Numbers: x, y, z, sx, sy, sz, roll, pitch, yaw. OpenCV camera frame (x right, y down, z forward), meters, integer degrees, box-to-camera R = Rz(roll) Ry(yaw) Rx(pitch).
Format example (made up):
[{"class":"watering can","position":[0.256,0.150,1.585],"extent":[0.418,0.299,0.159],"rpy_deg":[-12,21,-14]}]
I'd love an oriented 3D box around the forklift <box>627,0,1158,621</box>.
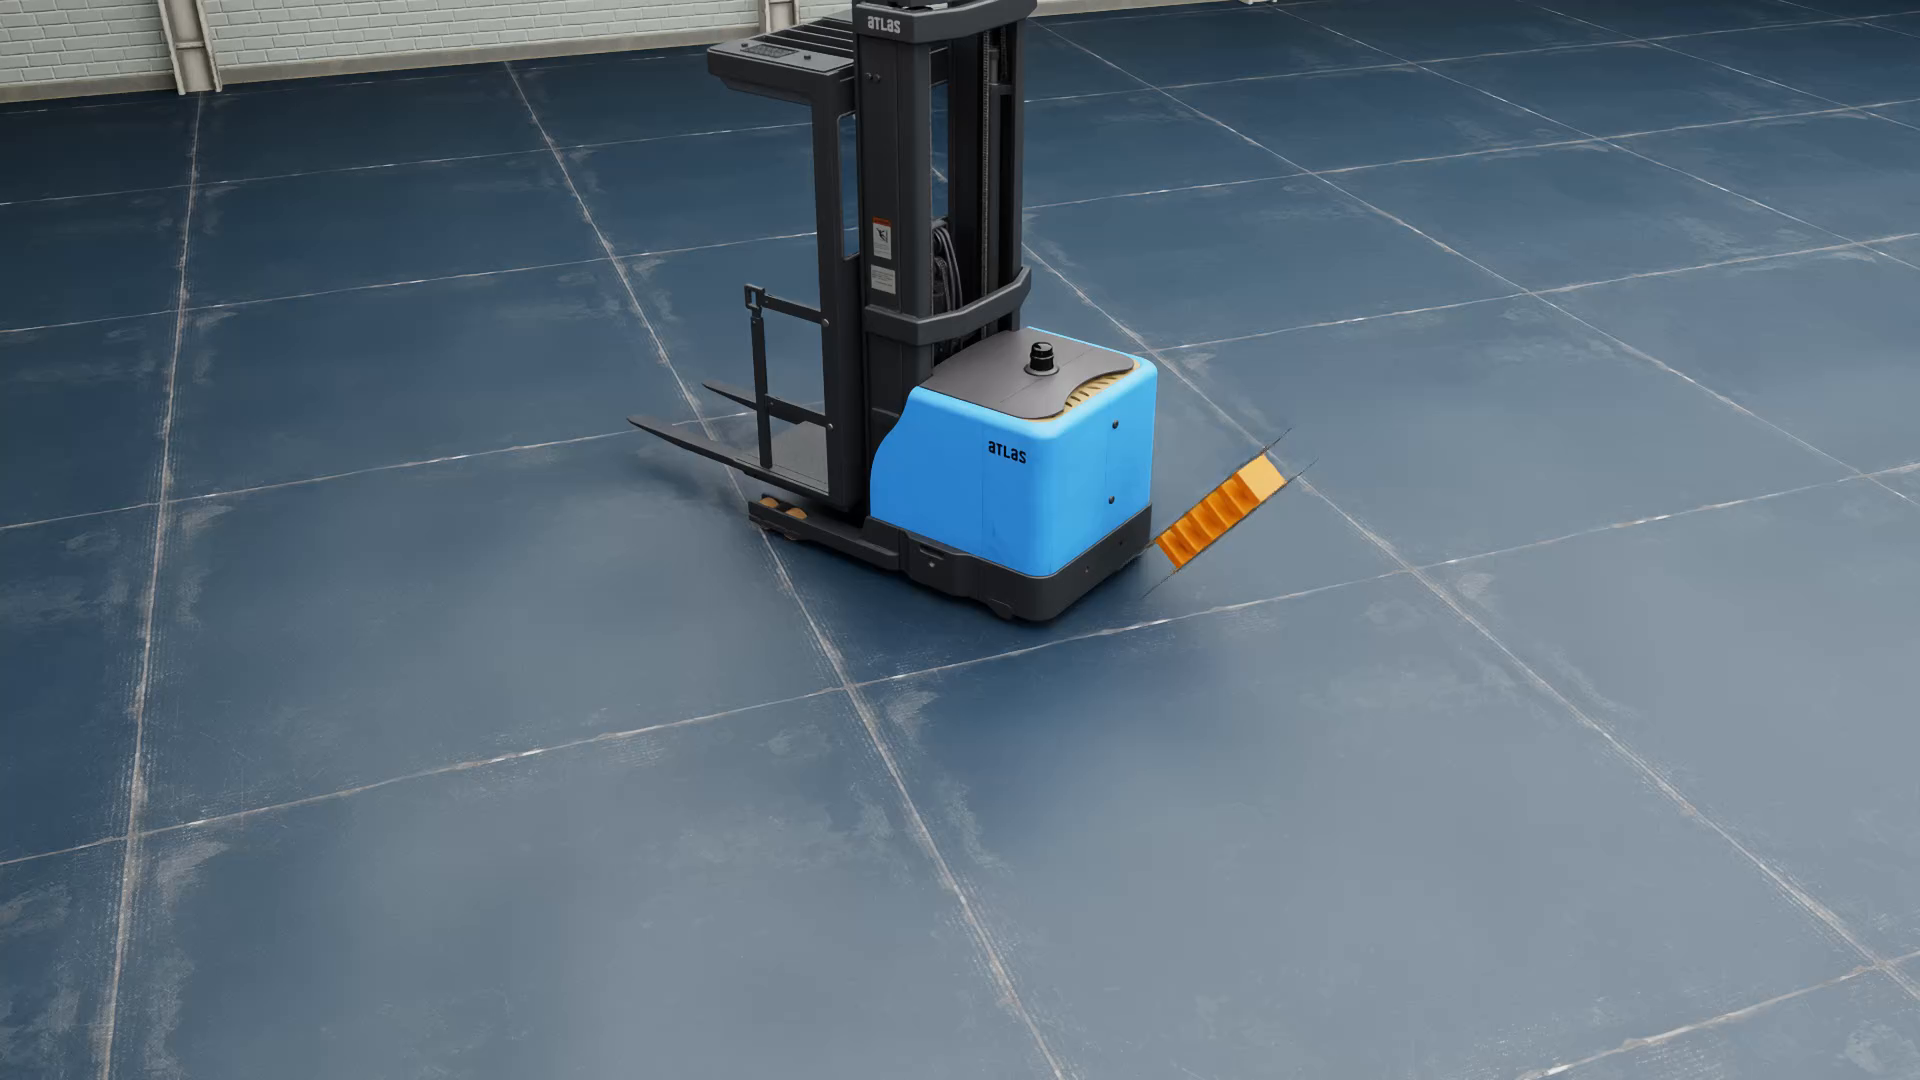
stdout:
[{"class":"forklift","position":[-0.503,-1.461,8.353],"extent":[3.031,2.935,1.130],"rpy_deg":[20,35,31]}]

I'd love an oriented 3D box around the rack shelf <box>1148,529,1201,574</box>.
[{"class":"rack shelf","position":[1.067,0.023,8.090],"extent":[0.258,0.103,0.180],"rpy_deg":[-32,82,-43]}]

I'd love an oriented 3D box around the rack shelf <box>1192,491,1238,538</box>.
[{"class":"rack shelf","position":[1.245,-0.150,7.830],"extent":[0.258,0.103,0.180],"rpy_deg":[-32,82,-43]}]

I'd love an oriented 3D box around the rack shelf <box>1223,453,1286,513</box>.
[{"class":"rack shelf","position":[1.363,-0.266,7.656],"extent":[0.258,0.103,0.180],"rpy_deg":[-32,82,-43]}]

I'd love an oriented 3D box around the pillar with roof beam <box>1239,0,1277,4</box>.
[{"class":"pillar with roof beam","position":[5.126,-8.509,14.595],"extent":[0.400,9.000,9.100],"rpy_deg":[-10,31,-18]}]

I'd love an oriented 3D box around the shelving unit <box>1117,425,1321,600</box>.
[{"class":"shelving unit","position":[1.207,-0.114,7.884],"extent":[0.258,1.200,0.189],"rpy_deg":[-32,82,-43]}]

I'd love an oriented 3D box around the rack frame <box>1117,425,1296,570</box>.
[{"class":"rack frame","position":[1.151,-0.186,7.894],"extent":[0.240,1.200,0.006],"rpy_deg":[-32,82,-43]}]

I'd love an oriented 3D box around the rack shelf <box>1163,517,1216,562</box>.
[{"class":"rack shelf","position":[1.126,-0.034,8.003],"extent":[0.258,0.103,0.180],"rpy_deg":[-32,82,-43]}]

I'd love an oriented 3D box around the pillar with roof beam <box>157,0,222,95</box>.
[{"class":"pillar with roof beam","position":[-6.121,-6.438,10.959],"extent":[0.400,9.000,9.100],"rpy_deg":[-10,31,-18]}]

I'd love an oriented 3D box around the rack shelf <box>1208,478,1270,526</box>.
[{"class":"rack shelf","position":[1.304,-0.208,7.743],"extent":[0.258,0.103,0.180],"rpy_deg":[-32,82,-43]}]

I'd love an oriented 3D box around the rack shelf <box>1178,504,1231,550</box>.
[{"class":"rack shelf","position":[1.185,-0.092,7.916],"extent":[0.258,0.103,0.180],"rpy_deg":[-32,82,-43]}]

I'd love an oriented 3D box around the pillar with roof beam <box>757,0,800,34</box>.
[{"class":"pillar with roof beam","position":[-0.498,-7.473,12.777],"extent":[0.400,9.000,9.100],"rpy_deg":[-10,31,-18]}]

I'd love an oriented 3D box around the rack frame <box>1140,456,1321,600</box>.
[{"class":"rack frame","position":[1.263,-0.042,7.875],"extent":[0.240,1.200,0.006],"rpy_deg":[-32,82,-43]}]
